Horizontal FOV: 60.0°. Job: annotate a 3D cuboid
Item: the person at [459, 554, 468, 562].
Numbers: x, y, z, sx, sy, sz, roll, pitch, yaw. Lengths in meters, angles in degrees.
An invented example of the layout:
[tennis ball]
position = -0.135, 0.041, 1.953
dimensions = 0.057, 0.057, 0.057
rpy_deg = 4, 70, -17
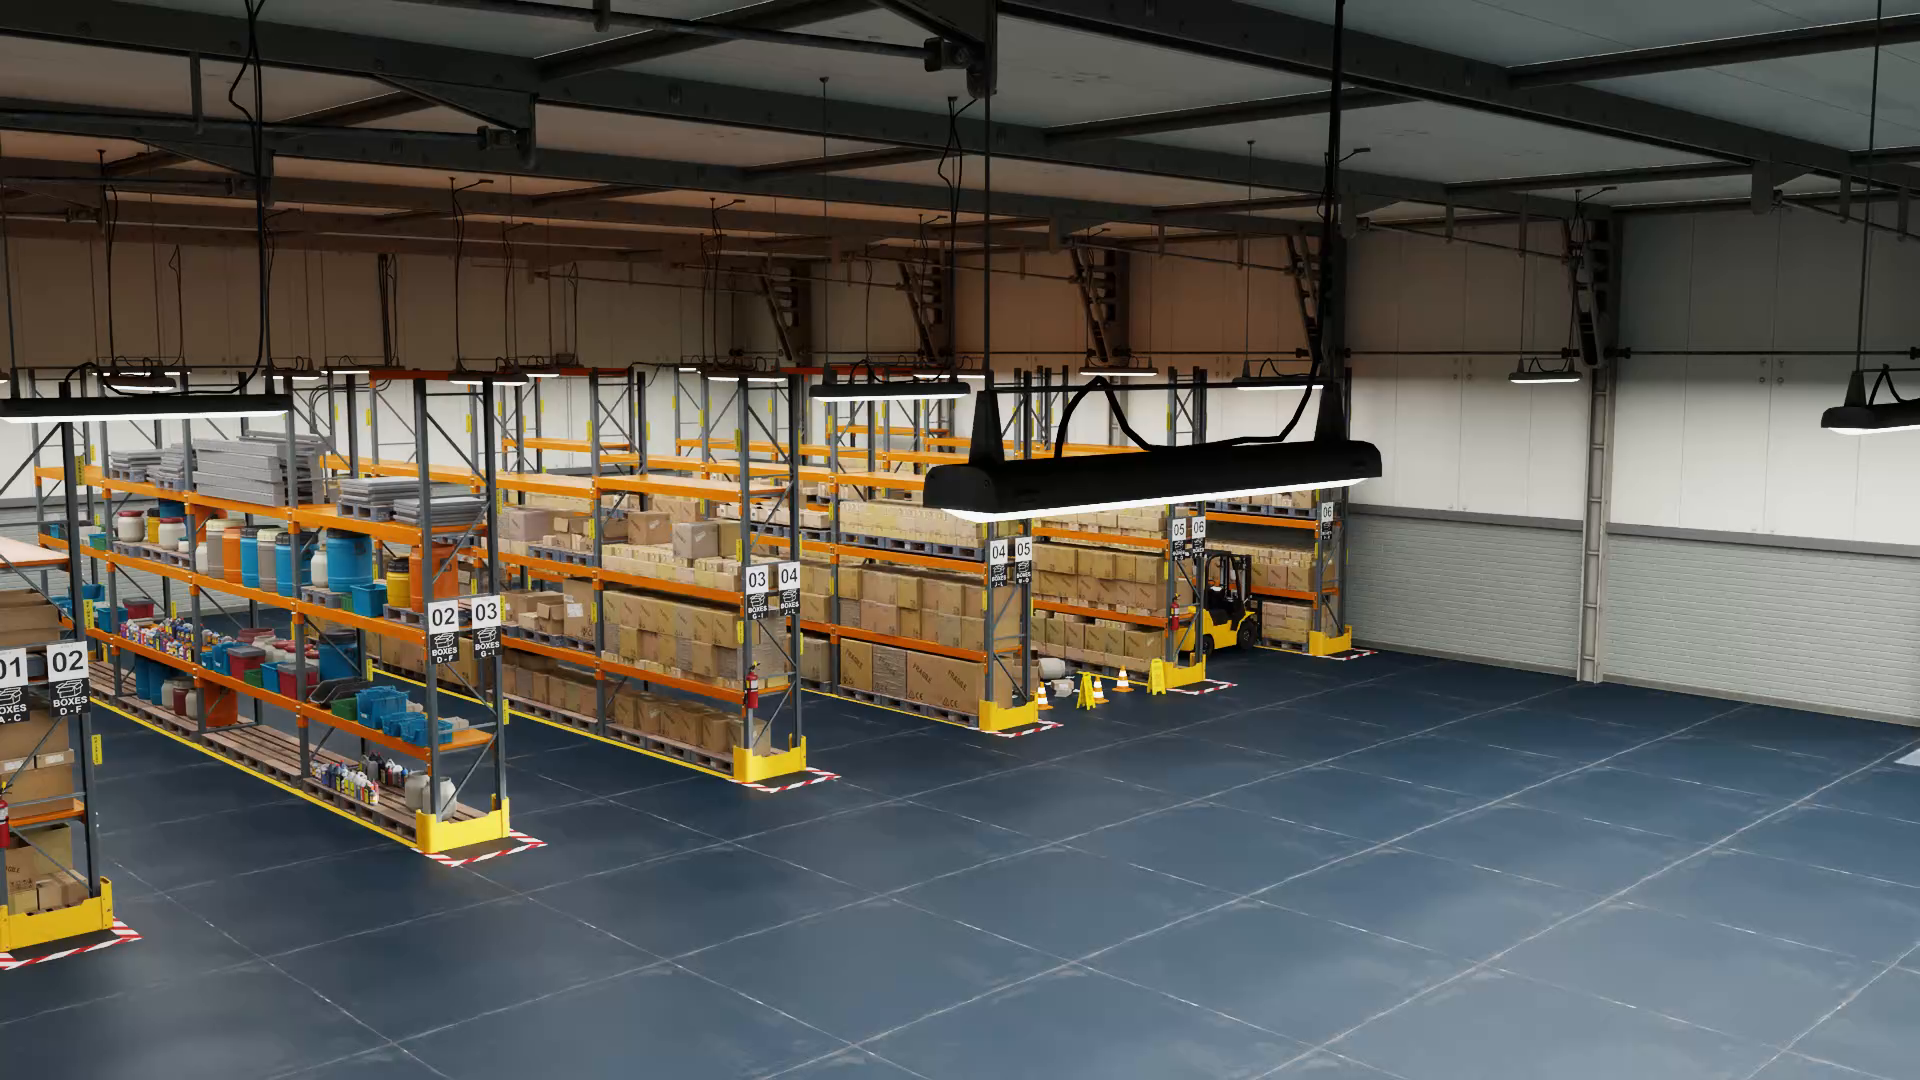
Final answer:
[person]
position = -11.683, 1.095, 38.801
dimensions = 0.708, 1.714, 0.597
rpy_deg = 0, 6, 1
